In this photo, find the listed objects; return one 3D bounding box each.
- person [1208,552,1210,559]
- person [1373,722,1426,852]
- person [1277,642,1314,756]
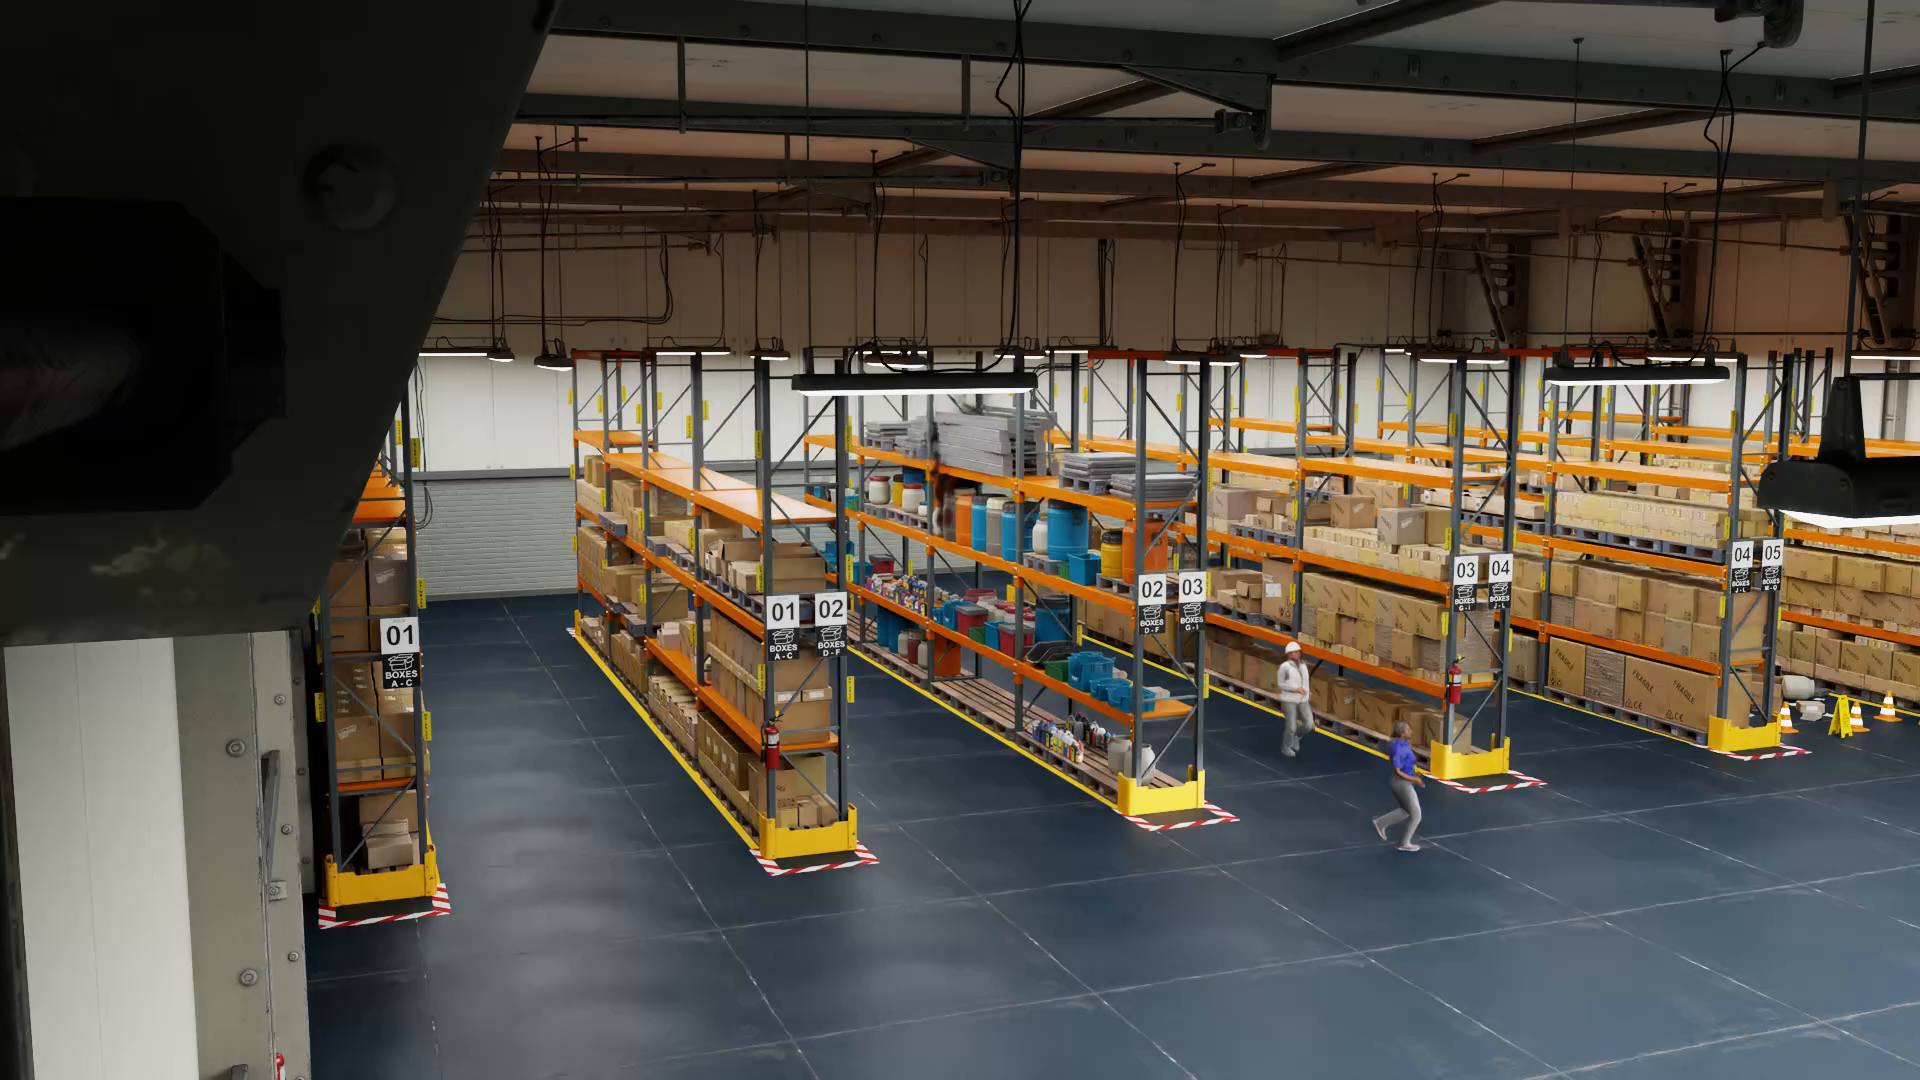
[{"bbox_3d":[6.128,0.383,41.637,0.628,1.673,0.731,-1,7,-5],"label":"person"},{"bbox_3d":[5.379,3.011,20.360,0.587,1.603,0.574,1,7,9],"label":"person"},{"bbox_3d":[5.032,2.388,24.803,0.645,1.732,0.592,-3,8,-25],"label":"person"}]
